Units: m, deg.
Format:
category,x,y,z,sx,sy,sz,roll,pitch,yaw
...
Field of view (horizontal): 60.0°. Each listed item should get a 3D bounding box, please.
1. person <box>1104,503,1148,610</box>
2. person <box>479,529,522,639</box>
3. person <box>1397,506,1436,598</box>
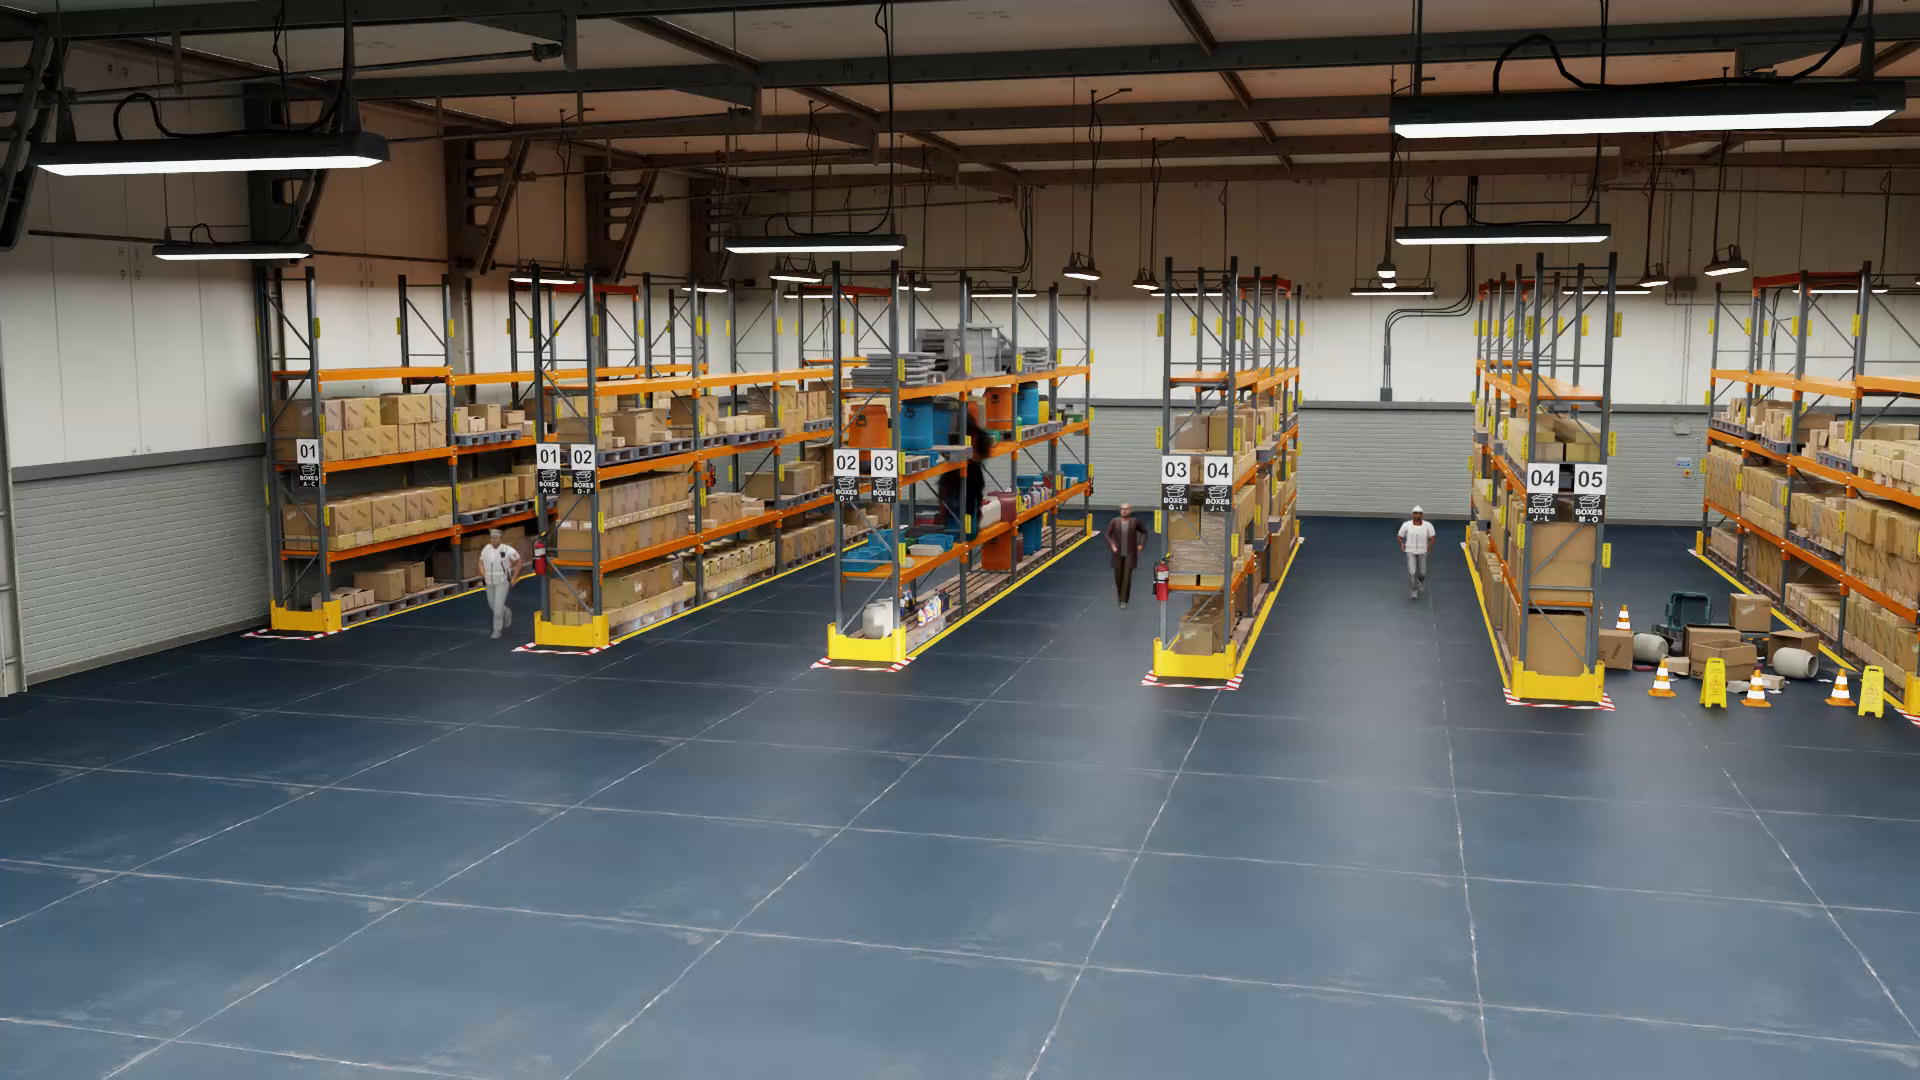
category,x,y,z,sx,sy,sz,roll,pitch,yaw
person,2.811,0.264,28.268,0.733,1.797,0.778,2,7,12
person,-7.569,0.690,27.302,0.701,1.789,0.851,2,7,12
person,8.500,0.224,30.990,0.697,1.717,0.609,2,7,12
